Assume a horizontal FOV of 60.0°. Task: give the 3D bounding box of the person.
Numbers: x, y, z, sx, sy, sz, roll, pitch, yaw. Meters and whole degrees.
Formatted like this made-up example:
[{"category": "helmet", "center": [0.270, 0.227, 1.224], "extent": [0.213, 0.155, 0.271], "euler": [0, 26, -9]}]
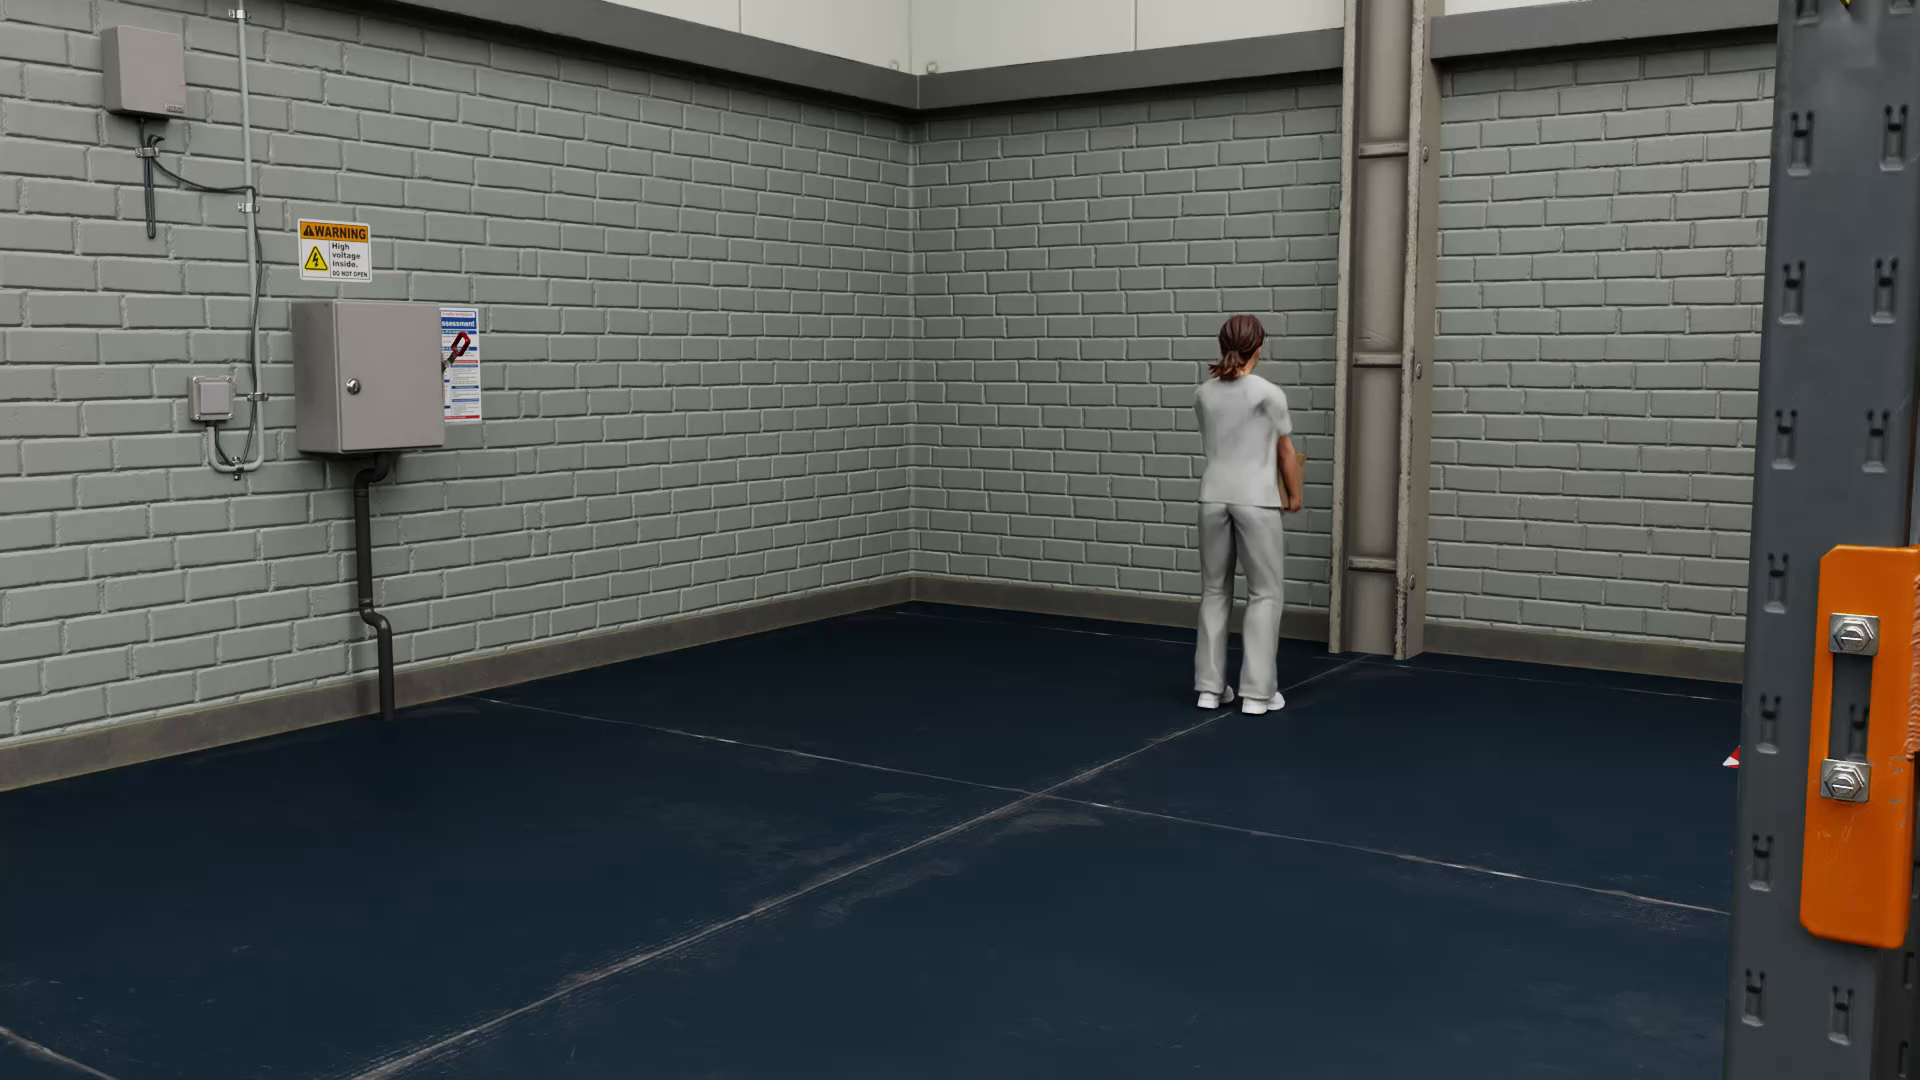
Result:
[{"category": "person", "center": [1.221, -0.117, 7.077], "extent": [0.410, 1.667, 0.507], "euler": [4, 8, 33]}]
